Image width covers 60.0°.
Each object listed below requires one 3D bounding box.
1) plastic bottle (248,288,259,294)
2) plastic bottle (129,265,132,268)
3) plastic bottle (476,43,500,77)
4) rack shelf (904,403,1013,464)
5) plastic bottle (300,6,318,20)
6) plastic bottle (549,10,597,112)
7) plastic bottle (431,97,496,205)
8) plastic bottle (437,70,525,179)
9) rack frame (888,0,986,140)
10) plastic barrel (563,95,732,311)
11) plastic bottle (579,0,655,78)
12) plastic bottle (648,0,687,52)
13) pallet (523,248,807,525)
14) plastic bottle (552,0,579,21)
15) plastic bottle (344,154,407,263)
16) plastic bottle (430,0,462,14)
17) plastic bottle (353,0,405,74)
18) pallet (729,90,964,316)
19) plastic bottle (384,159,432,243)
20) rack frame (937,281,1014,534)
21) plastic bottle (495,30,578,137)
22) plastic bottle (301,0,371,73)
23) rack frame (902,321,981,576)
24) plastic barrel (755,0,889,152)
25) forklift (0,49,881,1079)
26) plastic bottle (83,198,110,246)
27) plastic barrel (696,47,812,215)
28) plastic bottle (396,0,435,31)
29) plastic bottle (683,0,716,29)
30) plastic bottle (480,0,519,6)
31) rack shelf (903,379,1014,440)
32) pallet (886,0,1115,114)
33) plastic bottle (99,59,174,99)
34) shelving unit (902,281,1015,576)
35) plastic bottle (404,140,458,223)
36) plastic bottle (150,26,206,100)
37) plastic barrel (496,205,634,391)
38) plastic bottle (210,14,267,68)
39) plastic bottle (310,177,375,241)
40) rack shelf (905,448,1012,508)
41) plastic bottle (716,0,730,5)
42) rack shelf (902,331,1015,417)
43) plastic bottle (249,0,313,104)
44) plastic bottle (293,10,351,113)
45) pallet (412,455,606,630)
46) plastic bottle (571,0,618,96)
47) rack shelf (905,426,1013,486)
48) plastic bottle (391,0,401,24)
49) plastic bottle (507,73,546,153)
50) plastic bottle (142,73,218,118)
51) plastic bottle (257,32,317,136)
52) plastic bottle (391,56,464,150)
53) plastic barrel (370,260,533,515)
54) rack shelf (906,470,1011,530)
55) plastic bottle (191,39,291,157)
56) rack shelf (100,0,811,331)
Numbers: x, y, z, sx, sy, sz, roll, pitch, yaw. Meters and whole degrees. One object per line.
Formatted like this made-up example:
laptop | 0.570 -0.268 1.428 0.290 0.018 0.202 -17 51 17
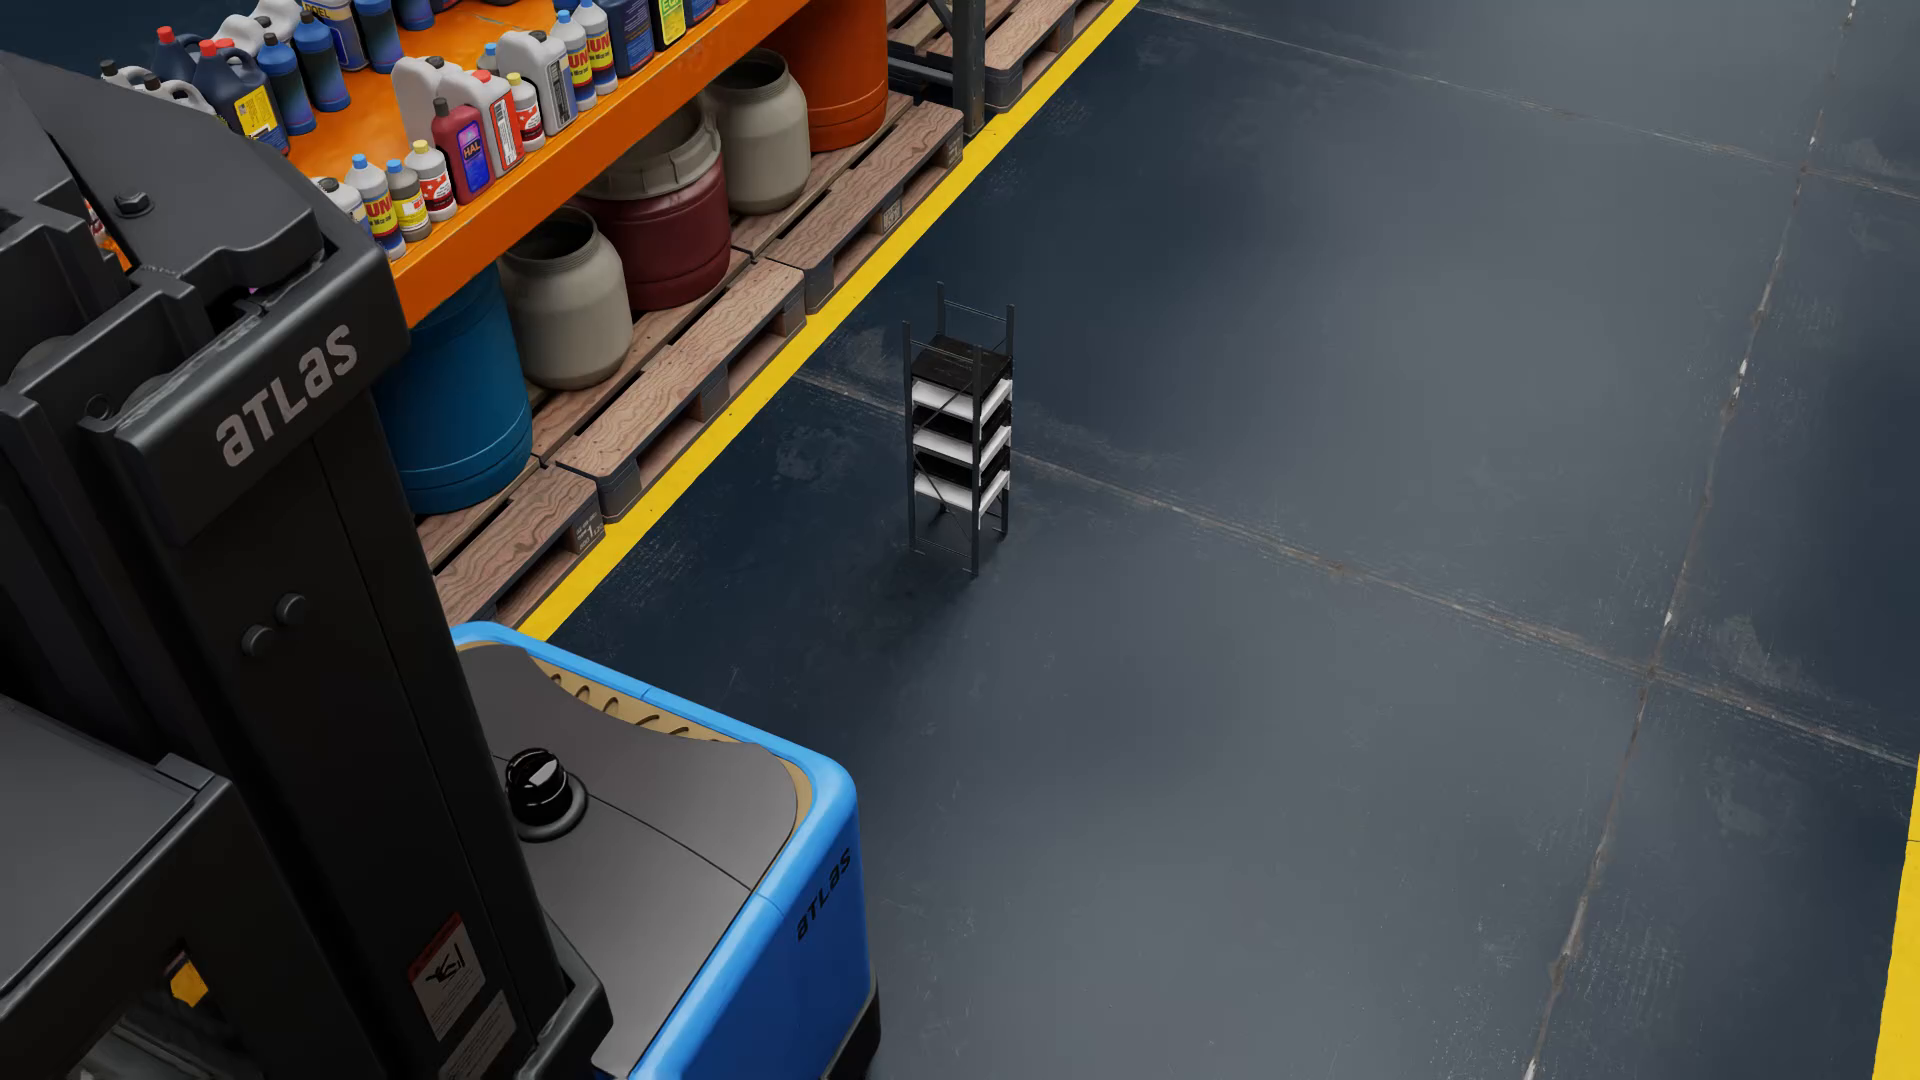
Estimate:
plastic bottle | -1.614 -0.529 3.746 0.061 0.283 0.133 20 49 19
plastic bottle | -1.755 -0.519 3.688 0.144 0.351 0.185 20 49 19
plastic bottle | -1.254 -1.251 4.517 0.097 0.201 0.097 0 45 0
rack shelf | -0.004 -0.351 4.885 0.258 0.077 0.200 20 49 19
plastic bottle | -1.832 -1.396 4.660 0.097 0.201 0.097 0 45 0
plastic bottle | -1.056 -1.310 4.526 0.097 0.271 0.097 0 45 0
plastic bottle | -1.264 -1.004 4.216 0.061 0.283 0.133 20 49 19
plastic bottle | -1.242 -1.101 4.317 0.152 0.276 0.135 20 49 19
rack frame | -0.368 -2.916 6.023 1.000 3.000 0.127 20 49 19
plastic barrel | -1.104 -1.190 5.718 0.600 0.588 0.708 20 49 19
plastic bottle | -0.967 -1.496 4.654 0.144 0.351 0.185 20 49 19
plastic bottle | -0.856 -1.558 4.763 0.061 0.283 0.133 20 49 19
pallet | -1.264 -0.659 5.753 1.003 0.211 1.213 20 49 19
plastic bottle | -1.094 -1.480 4.694 0.097 0.271 0.097 0 45 0
plastic bottle | -1.424 -0.811 4.033 0.097 0.271 0.097 0 45 0
plastic bottle | -1.576 -1.759 4.915 0.144 0.351 0.185 20 49 19
plastic bottle | -1.635 -1.455 4.669 0.097 0.271 0.097 0 45 0
pallet | -0.697 -1.425 6.510 1.003 0.211 1.213 20 49 19
plastic bottle | -1.379 -0.847 4.118 0.097 0.201 0.097 0 45 0
rack frame | 0.043 -0.375 4.988 0.240 0.900 0.006 20 49 19
plastic bottle | -1.135 -1.247 4.461 0.152 0.276 0.135 20 49 19
plastic bottle | -1.754 -1.486 4.697 0.152 0.276 0.135 20 49 19
rack frame | -0.051 -0.247 4.862 0.240 0.900 0.006 20 49 19
plastic barrel | -0.580 -1.986 6.335 0.600 0.830 0.708 20 49 19
forklift | -1.291 0.970 2.231 1.130 2.935 3.031 19 48 18
plastic bottle | -2.182 -0.827 4.098 0.097 0.201 0.097 0 45 0
plastic barrel | -0.763 -1.490 6.067 0.421 0.512 0.421 0 45 0
plastic bottle | -1.609 -1.630 4.843 0.097 0.271 0.097 0 45 0
plastic bottle | -0.819 -1.696 4.852 0.144 0.351 0.185 20 49 19
plastic bottle | -1.379 -1.794 4.949 0.144 0.351 0.185 20 49 19
rack shelf | -0.004 -0.414 4.821 0.258 0.077 0.200 20 49 19
pallet | 0.026 -2.411 7.484 1.003 0.211 1.213 20 49 19
plastic bottle | -2.088 -1.065 4.229 0.144 0.351 0.185 20 49 19
shelving unit | -0.004 -0.311 4.925 0.258 0.900 0.210 20 49 19
plastic bottle | -1.334 -0.909 4.179 0.097 0.201 0.097 0 45 0
plastic bottle | -2.002 -1.182 4.344 0.144 0.351 0.185 20 49 19
plastic barrel | -1.287 -0.778 5.364 0.421 0.512 0.421 0 45 0
plastic bottle | -1.924 -1.255 4.468 0.152 0.276 0.135 20 49 19
plastic bottle | -1.502 -0.748 3.968 0.152 0.276 0.135 20 49 19
rack shelf | -0.004 -0.225 5.013 0.258 0.077 0.200 20 49 19
plastic bottle | -0.708 -1.759 4.961 0.061 0.283 0.133 20 49 19
rack shelf | -0.004 -0.478 4.757 0.258 0.077 0.200 20 49 19
plastic bottle | -1.862 -1.340 4.552 0.152 0.276 0.135 20 49 19
plastic bottle | -1.742 -1.309 4.525 0.097 0.271 0.097 0 45 0
pallet | -1.829 0.112 4.991 1.003 0.211 1.213 20 49 19
plastic bottle | -1.011 -1.371 4.586 0.097 0.271 0.097 0 45 0
rack shelf | -0.004 -0.288 4.949 0.258 0.077 0.200 20 49 19
plastic bottle | -1.687 -1.649 4.853 0.061 0.283 0.133 20 49 19
plastic bottle | -1.164 -1.139 4.406 0.097 0.201 0.097 0 45 0
plastic bottle | -1.960 -1.018 4.182 0.144 0.351 0.185 20 49 19
plastic bottle | -1.805 -1.224 4.441 0.097 0.271 0.097 0 45 0
plastic bottle | -1.377 -1.151 4.366 0.152 0.276 0.135 20 49 19
plastic barrel | -1.628 -0.589 4.903 0.600 0.901 0.708 20 49 19
rack shelf | -0.004 -0.161 5.077 0.258 0.077 0.200 20 49 19
plastic bottle | -1.874 -1.134 4.297 0.144 0.351 0.185 20 49 19
rack shelf | -1.296 -1.403 5.033 1.077 0.370 4.000 20 49 19
